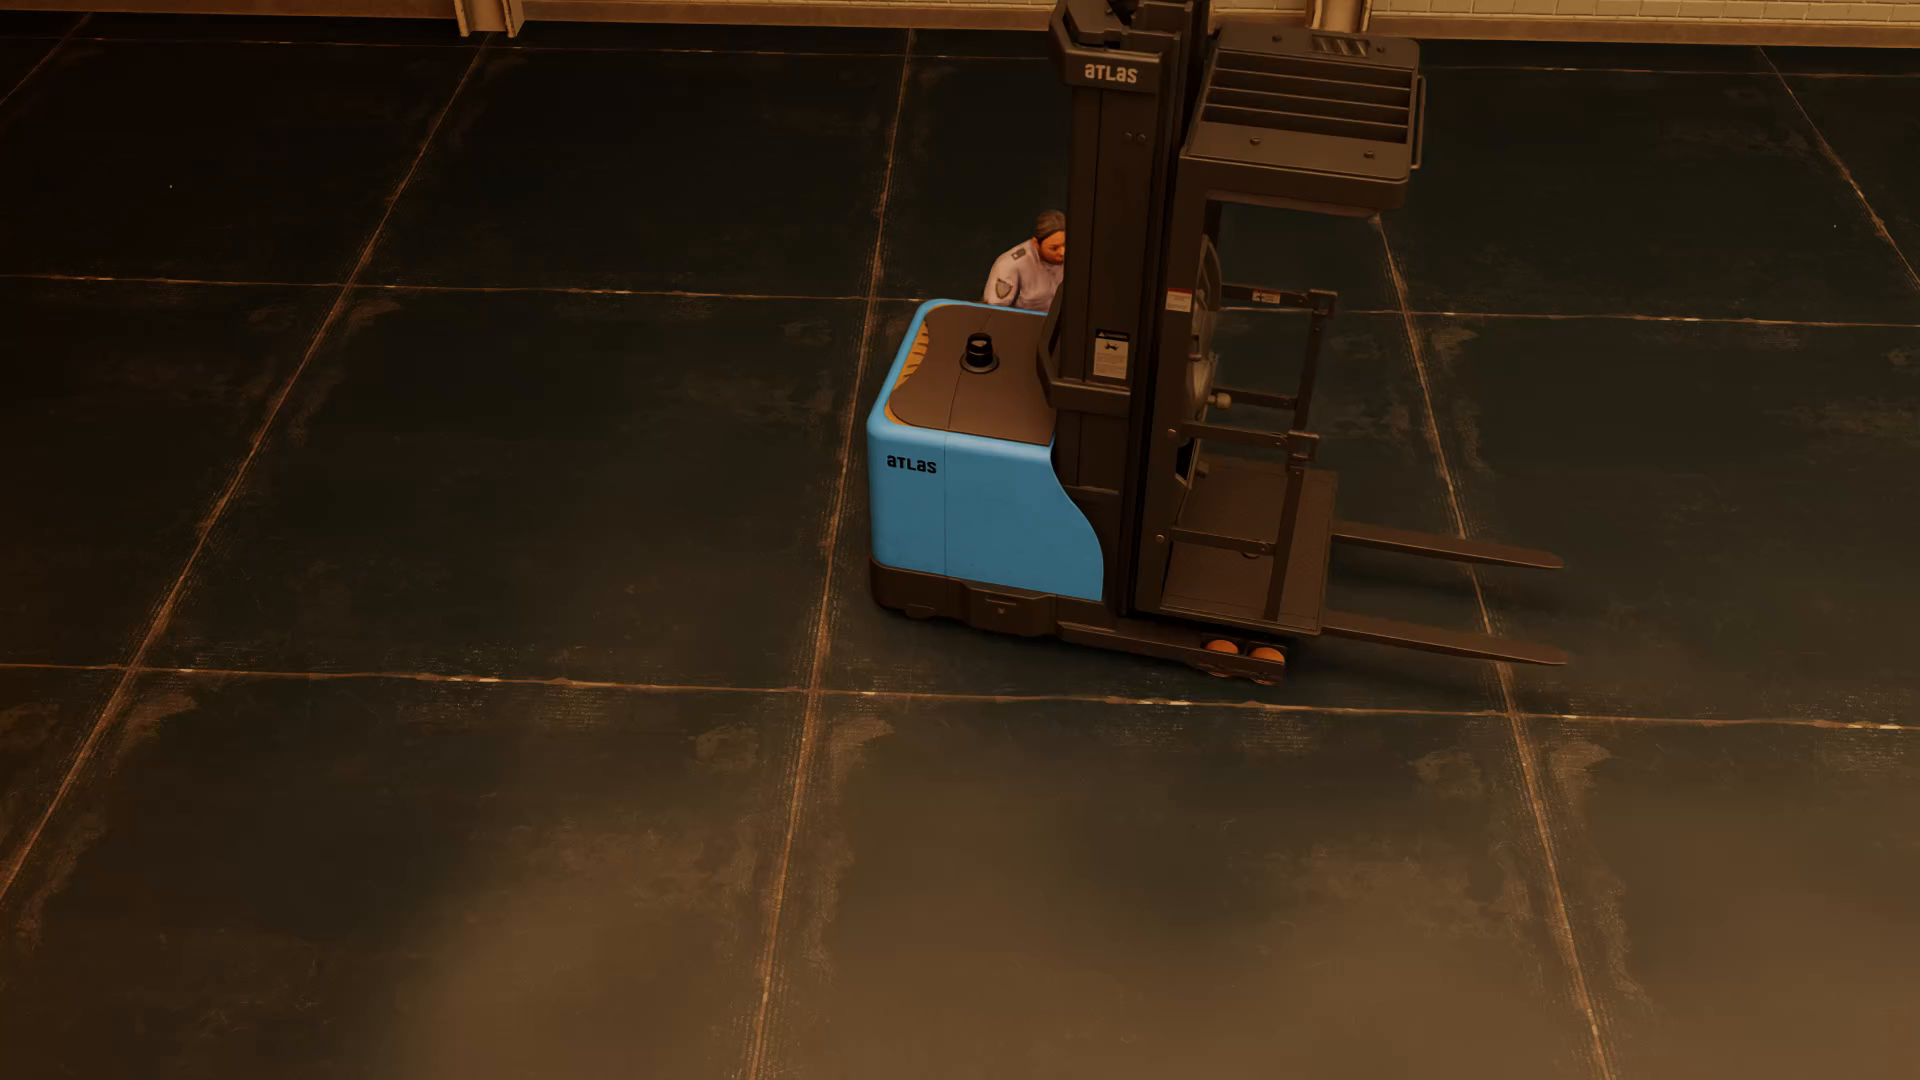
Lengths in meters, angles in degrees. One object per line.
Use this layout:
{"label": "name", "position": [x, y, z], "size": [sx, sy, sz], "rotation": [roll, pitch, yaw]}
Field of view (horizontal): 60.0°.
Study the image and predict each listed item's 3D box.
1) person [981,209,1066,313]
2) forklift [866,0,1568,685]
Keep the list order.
{"label": "person", "position": [0.465, -0.819, 7.817], "size": [0.757, 1.460, 0.824], "rotation": [-20, 46, -20]}
{"label": "forklift", "position": [1.169, -0.851, 6.675], "size": [3.031, 2.935, 1.130], "rotation": [9, 43, 10]}
